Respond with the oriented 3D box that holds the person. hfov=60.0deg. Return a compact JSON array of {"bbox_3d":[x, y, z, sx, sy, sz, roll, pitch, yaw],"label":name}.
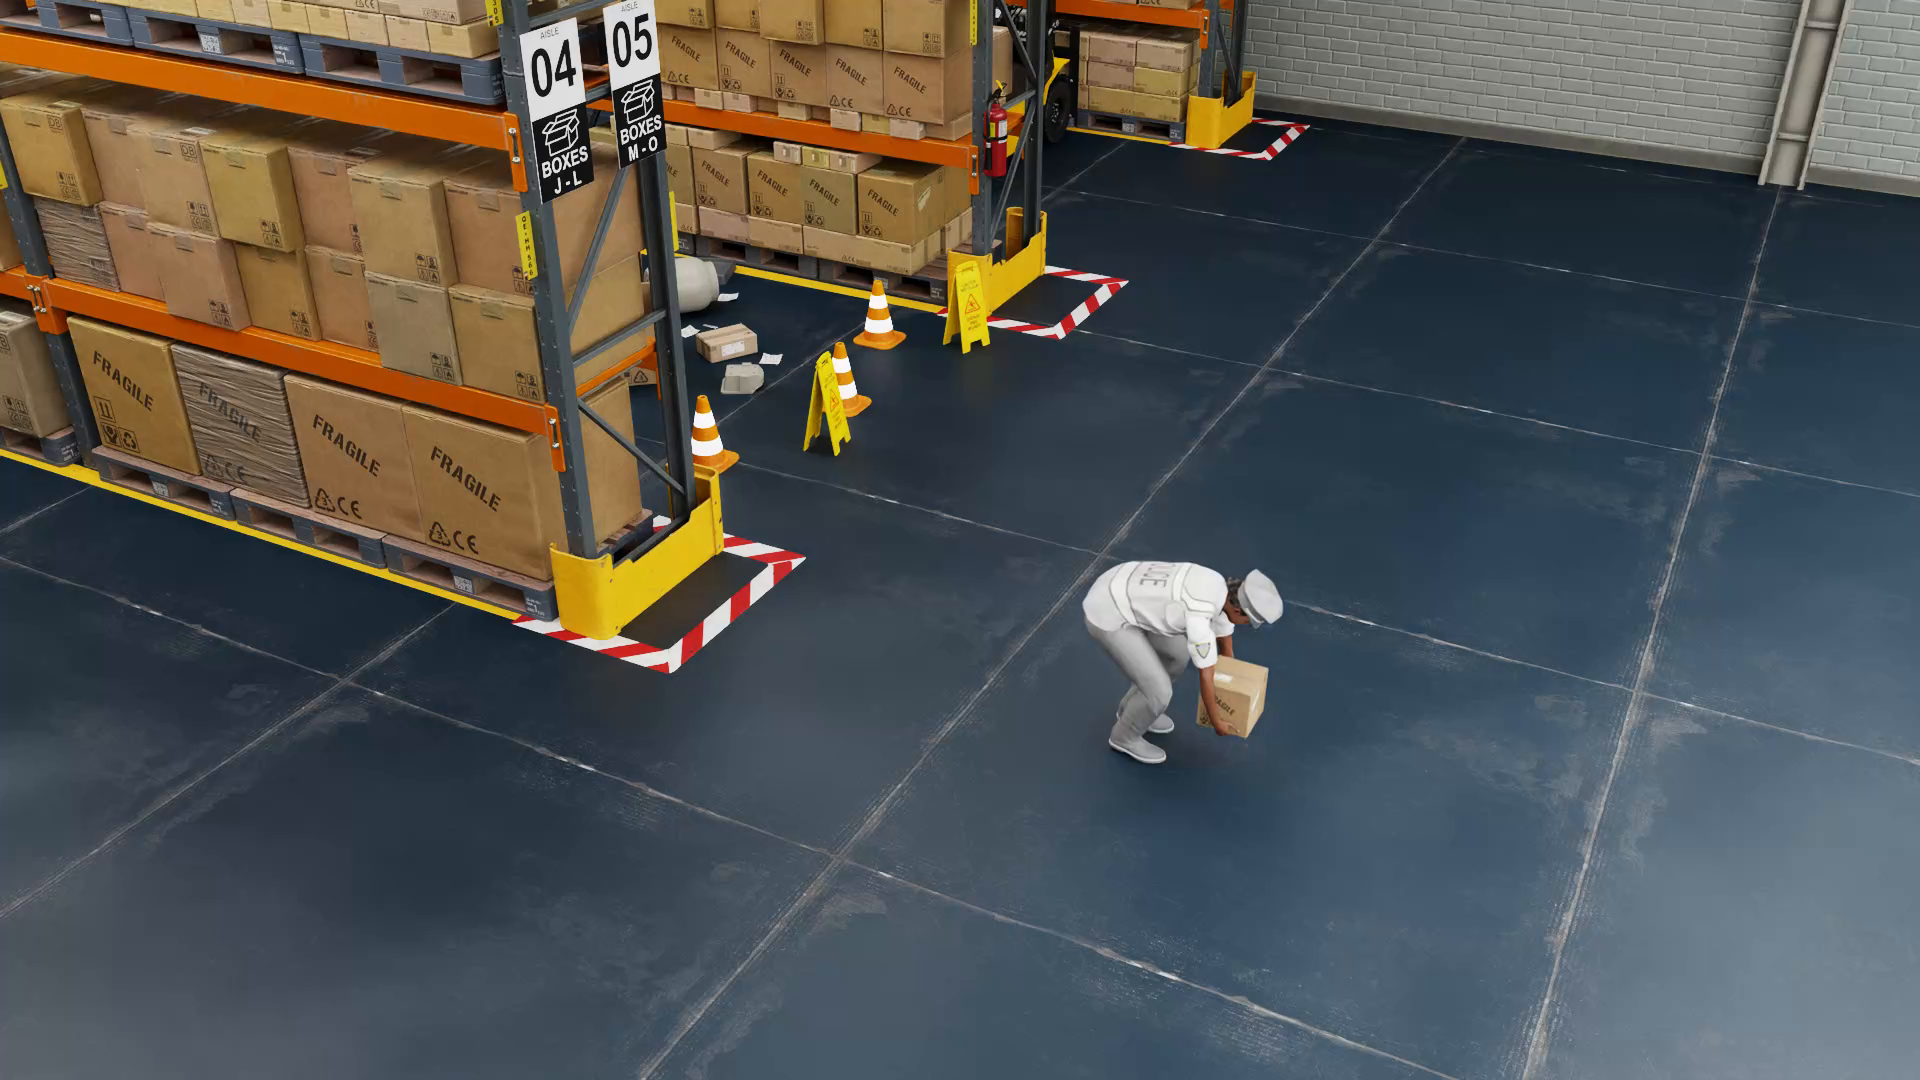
[{"bbox_3d":[1.040,0.562,7.920,0.933,1.064,0.454,13,33,21],"label":"person"}]
